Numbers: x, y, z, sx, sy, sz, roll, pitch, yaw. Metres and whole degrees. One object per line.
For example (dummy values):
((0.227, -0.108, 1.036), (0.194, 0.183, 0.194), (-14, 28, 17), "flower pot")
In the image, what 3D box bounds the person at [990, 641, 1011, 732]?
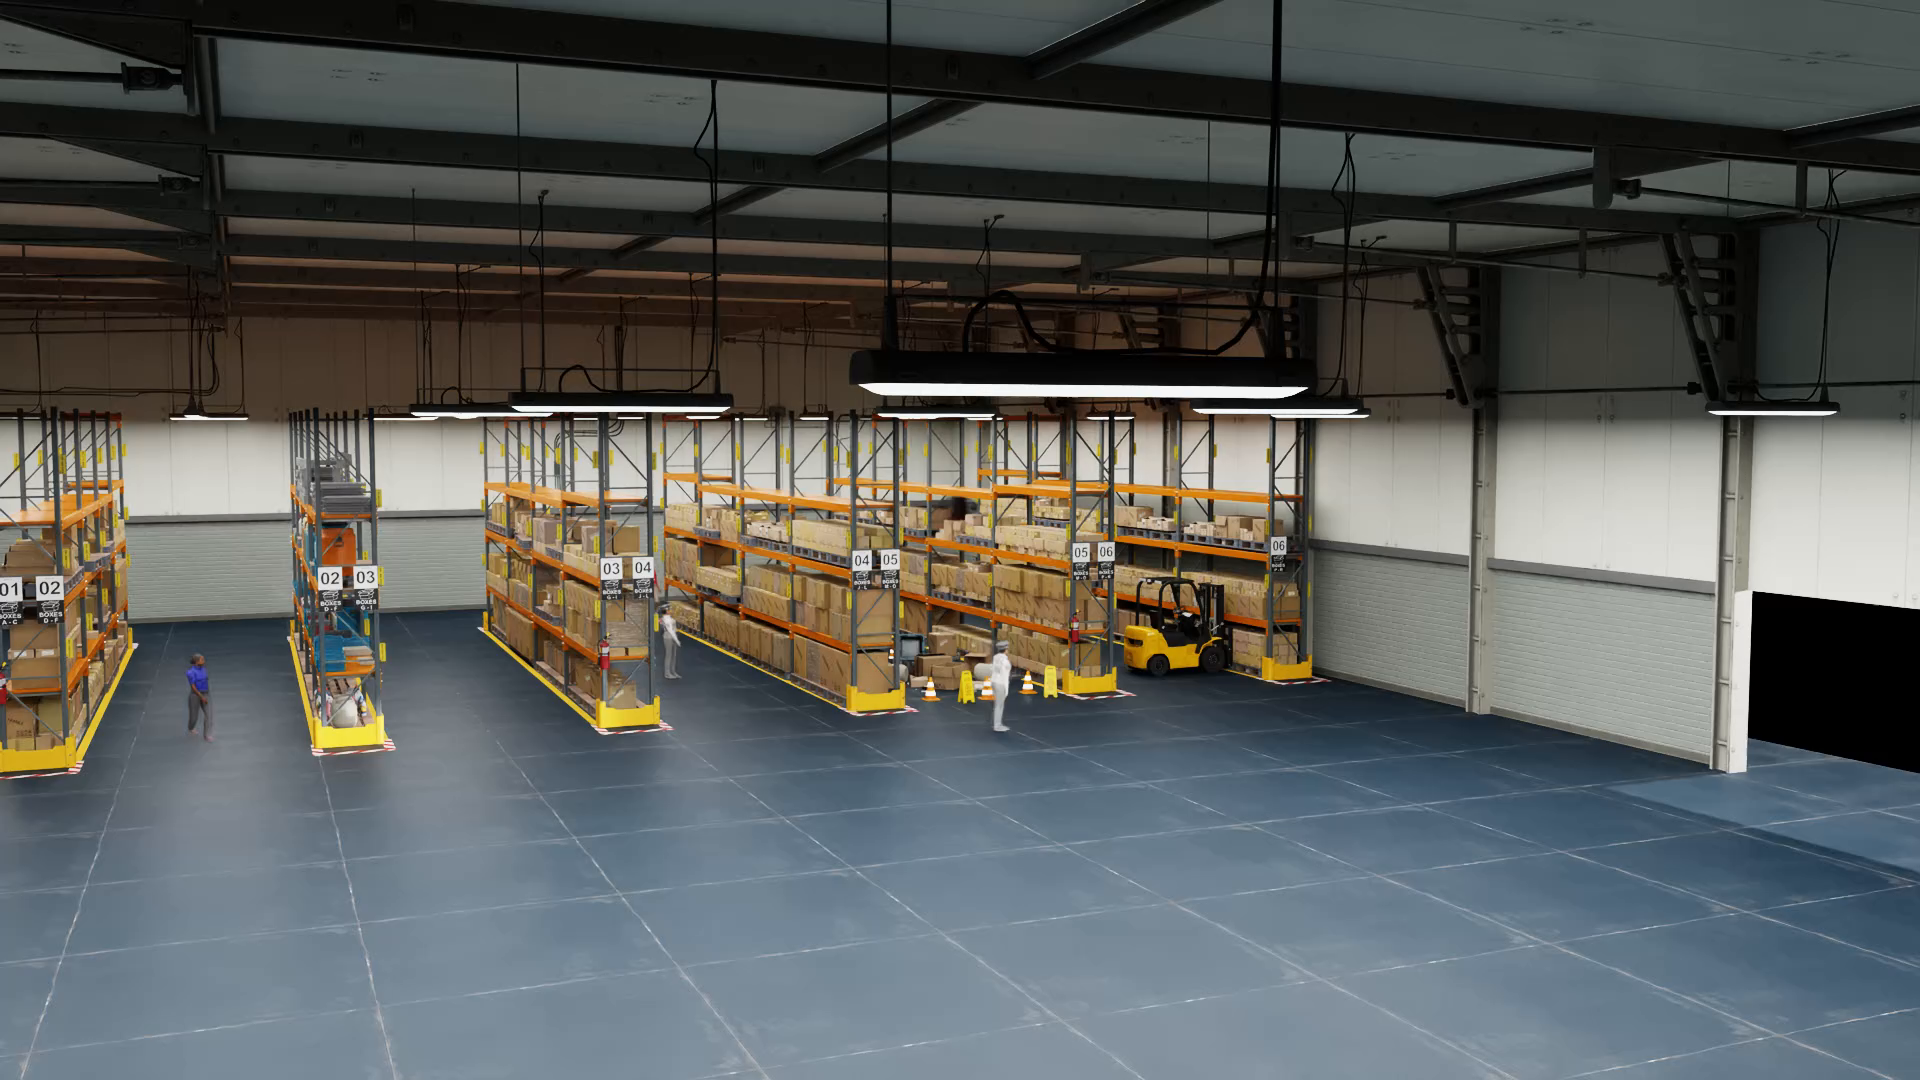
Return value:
((0.760, 2.719, 30.946), (0.351, 1.688, 0.514), (-2, 4, -25), "person")

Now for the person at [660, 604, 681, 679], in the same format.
((-6.470, 2.280, 37.388), (0.528, 1.714, 0.548), (1, 4, 12), "person")

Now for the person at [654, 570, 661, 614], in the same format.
((-9.087, 1.472, 48.751), (0.654, 1.735, 0.533), (-1, 4, -18), "person")

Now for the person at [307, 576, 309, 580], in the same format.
((-17.968, 1.590, 46.334), (1.053, 1.736, 0.543), (3, 5, 34), "person")

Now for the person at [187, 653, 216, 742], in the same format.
((-13.724, 2.840, 30.021), (0.412, 1.563, 0.953), (-4, 5, -41), "person")
